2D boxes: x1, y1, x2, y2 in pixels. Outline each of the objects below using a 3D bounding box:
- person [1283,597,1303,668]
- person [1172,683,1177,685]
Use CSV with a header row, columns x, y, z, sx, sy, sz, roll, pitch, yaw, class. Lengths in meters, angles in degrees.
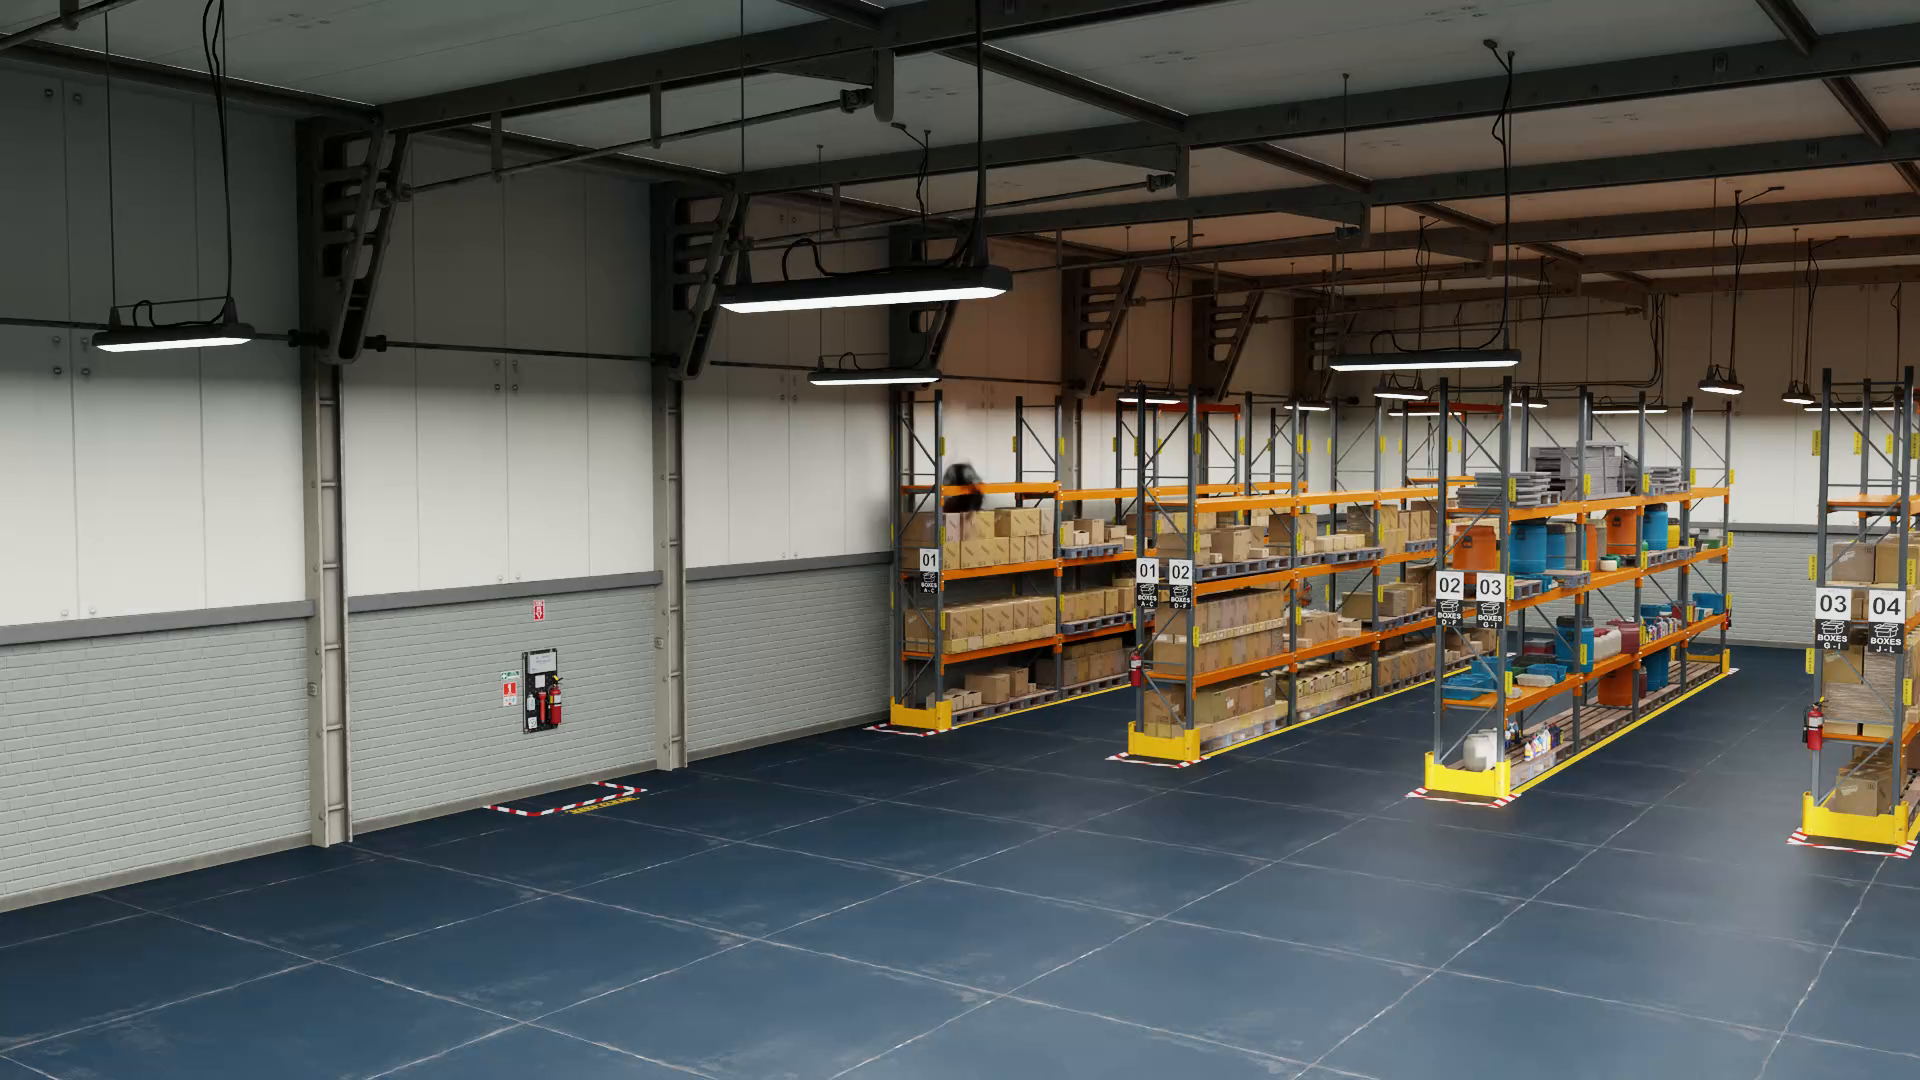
x,y,z,sx,sy,sz,roll,pitch,yaw,class
7.290,2.081,36.459,0.610,1.694,0.860,2,4,38,person
4.132,2.397,30.872,0.614,1.493,0.731,2,4,28,person
